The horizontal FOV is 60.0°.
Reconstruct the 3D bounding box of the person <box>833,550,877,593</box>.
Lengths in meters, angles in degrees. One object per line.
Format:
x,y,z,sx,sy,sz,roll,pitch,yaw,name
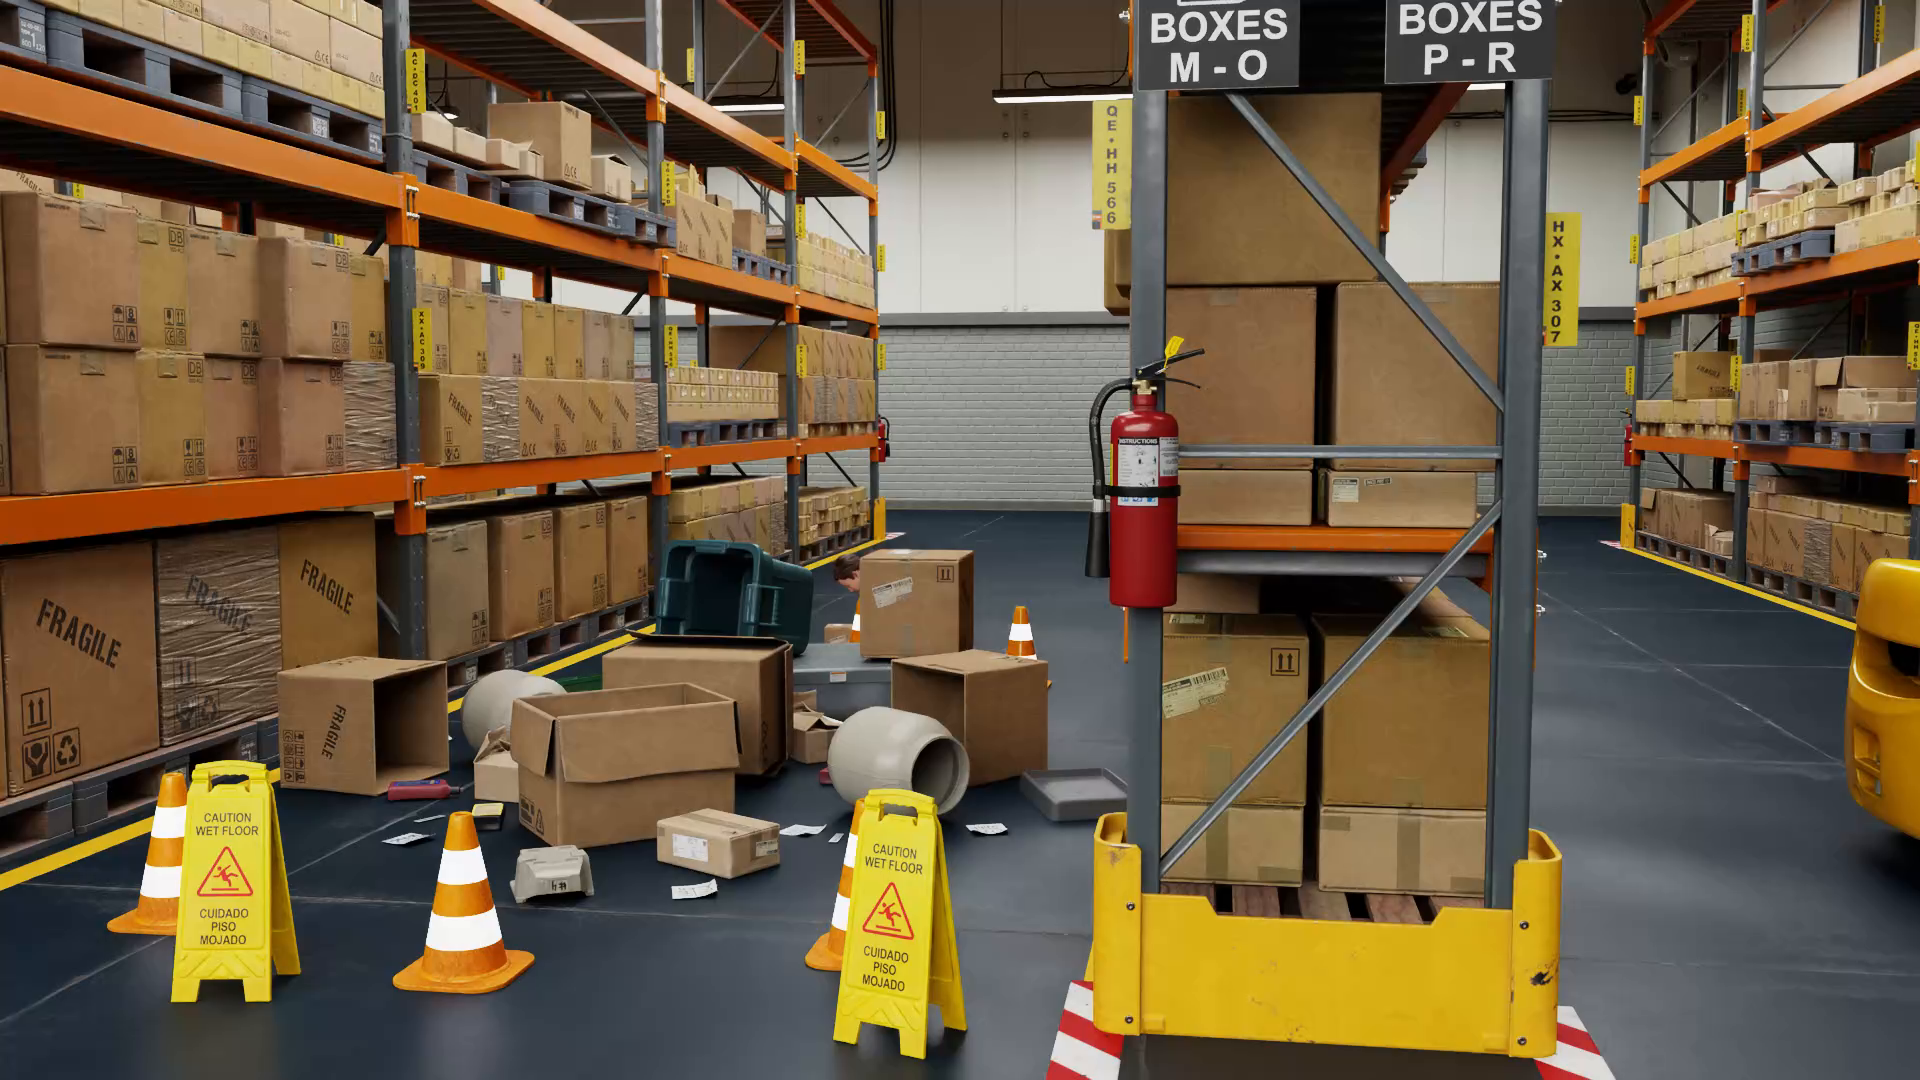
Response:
-0.380,0.475,10.388,0.854,0.790,0.466,0,5,-1,person
